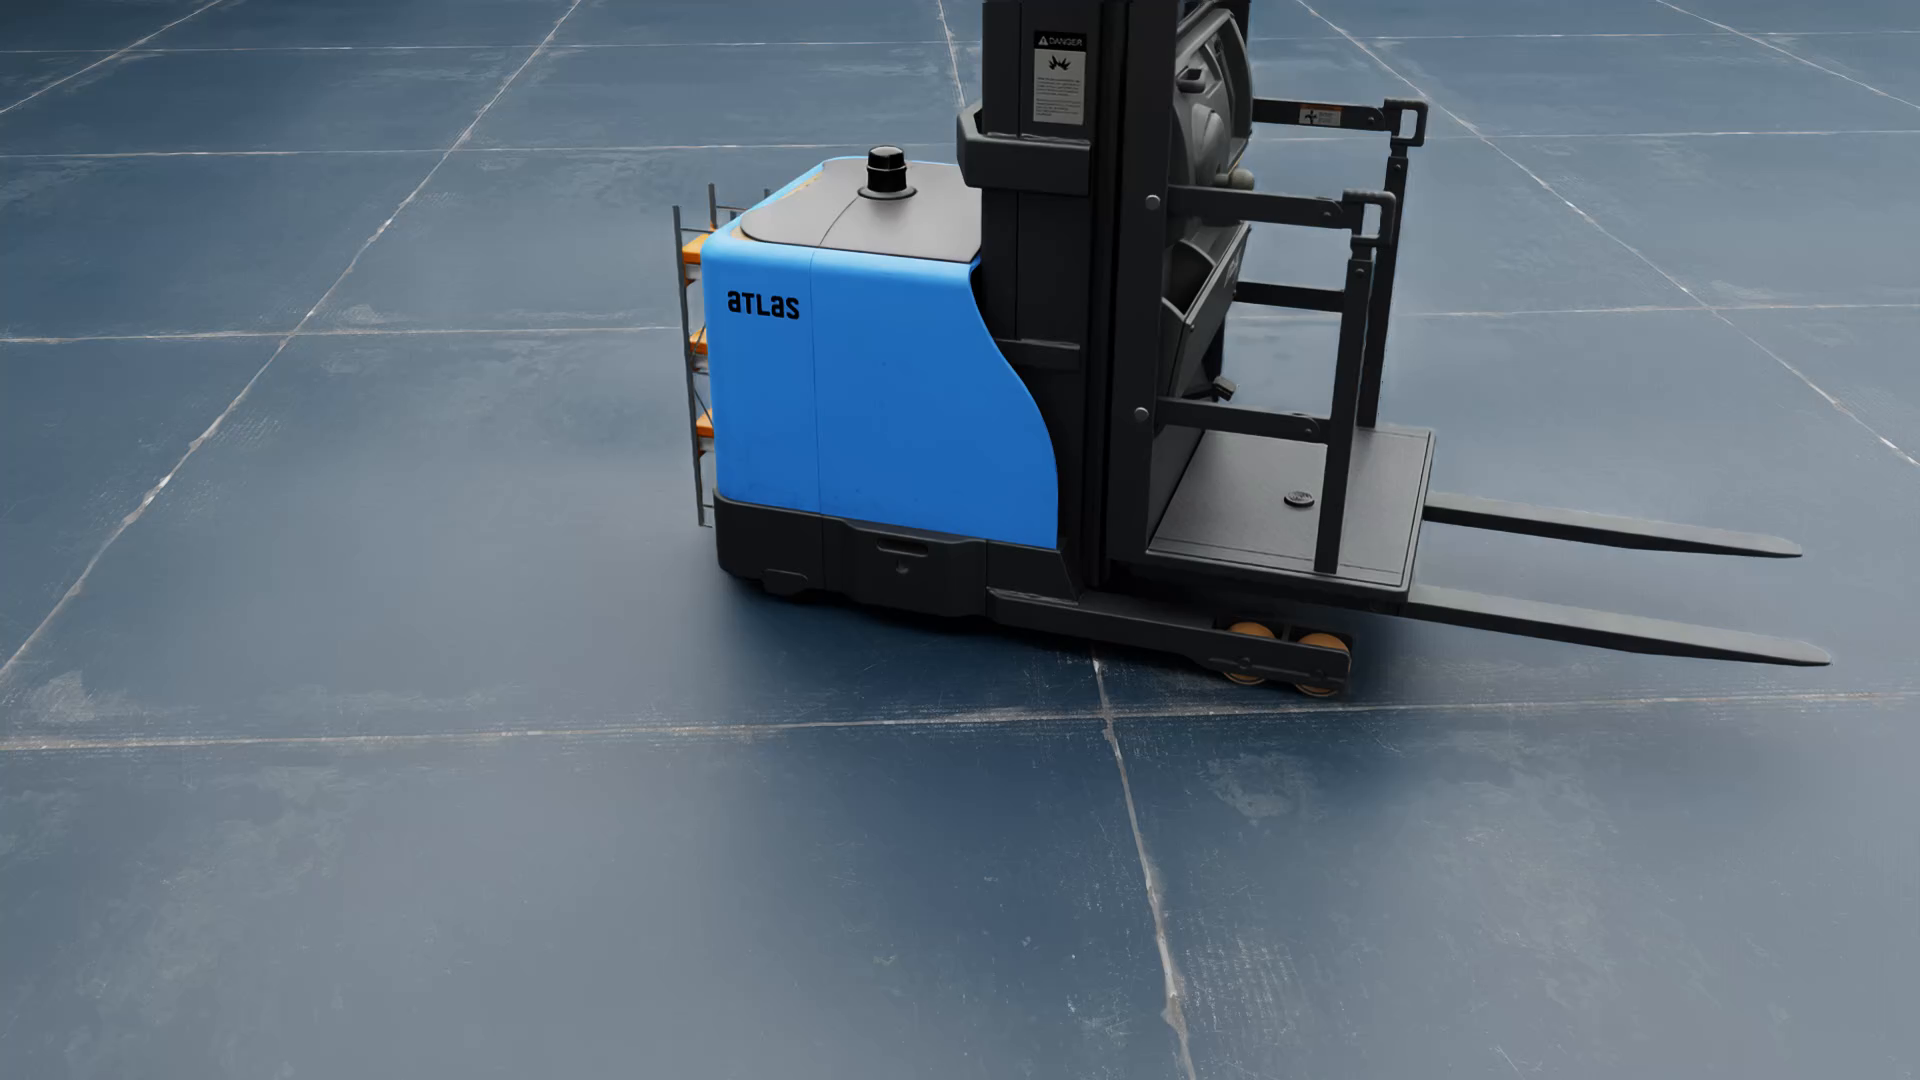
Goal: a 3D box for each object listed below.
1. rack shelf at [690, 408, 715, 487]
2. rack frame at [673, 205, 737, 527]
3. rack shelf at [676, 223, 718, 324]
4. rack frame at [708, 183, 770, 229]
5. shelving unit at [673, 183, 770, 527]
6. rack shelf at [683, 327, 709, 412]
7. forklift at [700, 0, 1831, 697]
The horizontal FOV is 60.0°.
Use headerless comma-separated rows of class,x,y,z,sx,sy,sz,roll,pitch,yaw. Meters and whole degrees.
rack shelf,-0.706,-0.297,5.308,0.215,0.259,0.240,8,29,15
rack frame,-0.742,-0.499,5.072,0.200,1.050,0.008,8,29,15
rack shelf,-0.706,-0.795,5.049,0.215,0.259,0.240,8,29,15
rack frame,-0.669,-0.607,5.278,0.200,1.050,0.008,8,29,15
shelving unit,-0.706,-0.553,5.175,0.215,1.050,0.252,8,29,15
rack shelf,-0.706,-0.544,5.180,0.215,0.259,0.240,8,29,15
forklift,0.851,-1.156,4.298,3.031,2.935,1.130,9,29,16
